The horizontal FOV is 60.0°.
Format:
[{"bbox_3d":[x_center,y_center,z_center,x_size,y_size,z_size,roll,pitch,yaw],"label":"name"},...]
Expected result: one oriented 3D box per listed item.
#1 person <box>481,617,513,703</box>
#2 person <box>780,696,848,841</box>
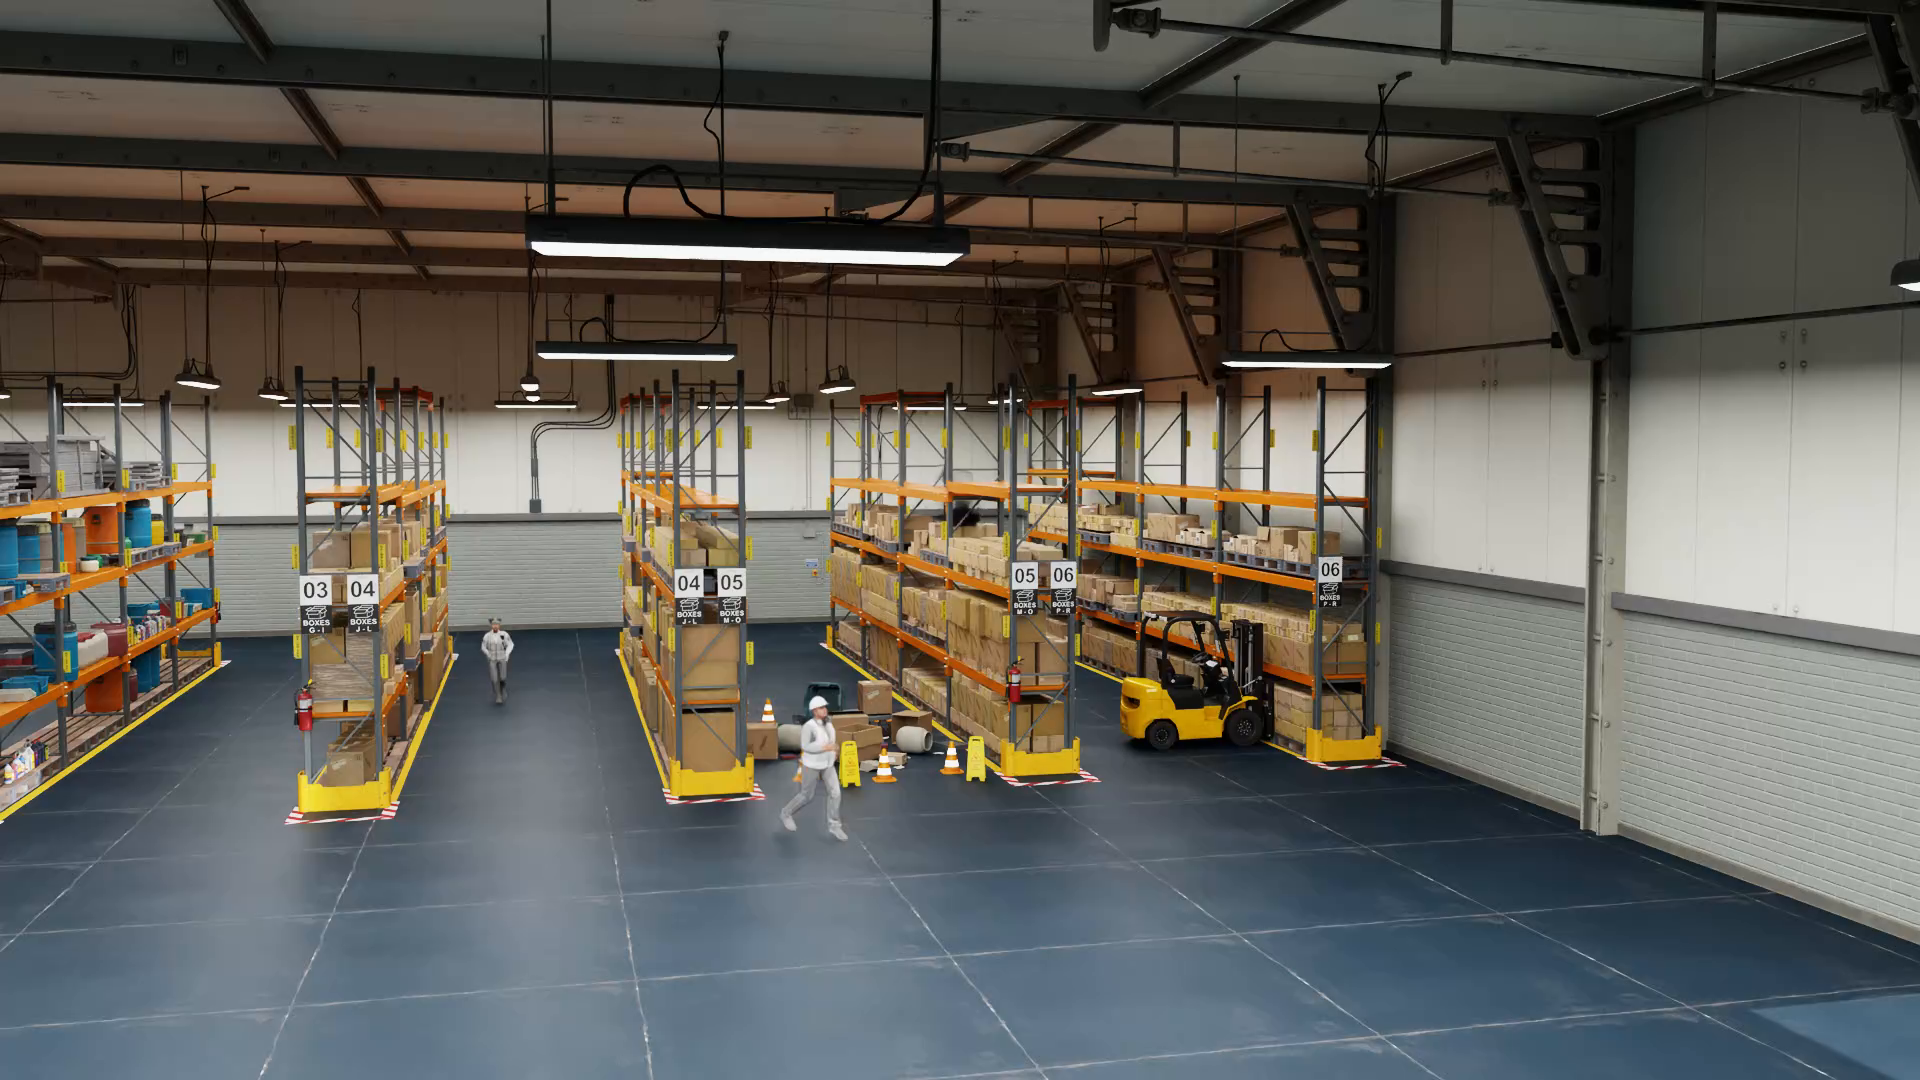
[{"bbox_3d":[-8.789,2.283,31.583,0.589,1.653,0.528,-1,3,-12],"label":"person"},{"bbox_3d":[-1.823,2.861,20.999,0.945,1.808,0.665,3,4,39],"label":"person"}]
